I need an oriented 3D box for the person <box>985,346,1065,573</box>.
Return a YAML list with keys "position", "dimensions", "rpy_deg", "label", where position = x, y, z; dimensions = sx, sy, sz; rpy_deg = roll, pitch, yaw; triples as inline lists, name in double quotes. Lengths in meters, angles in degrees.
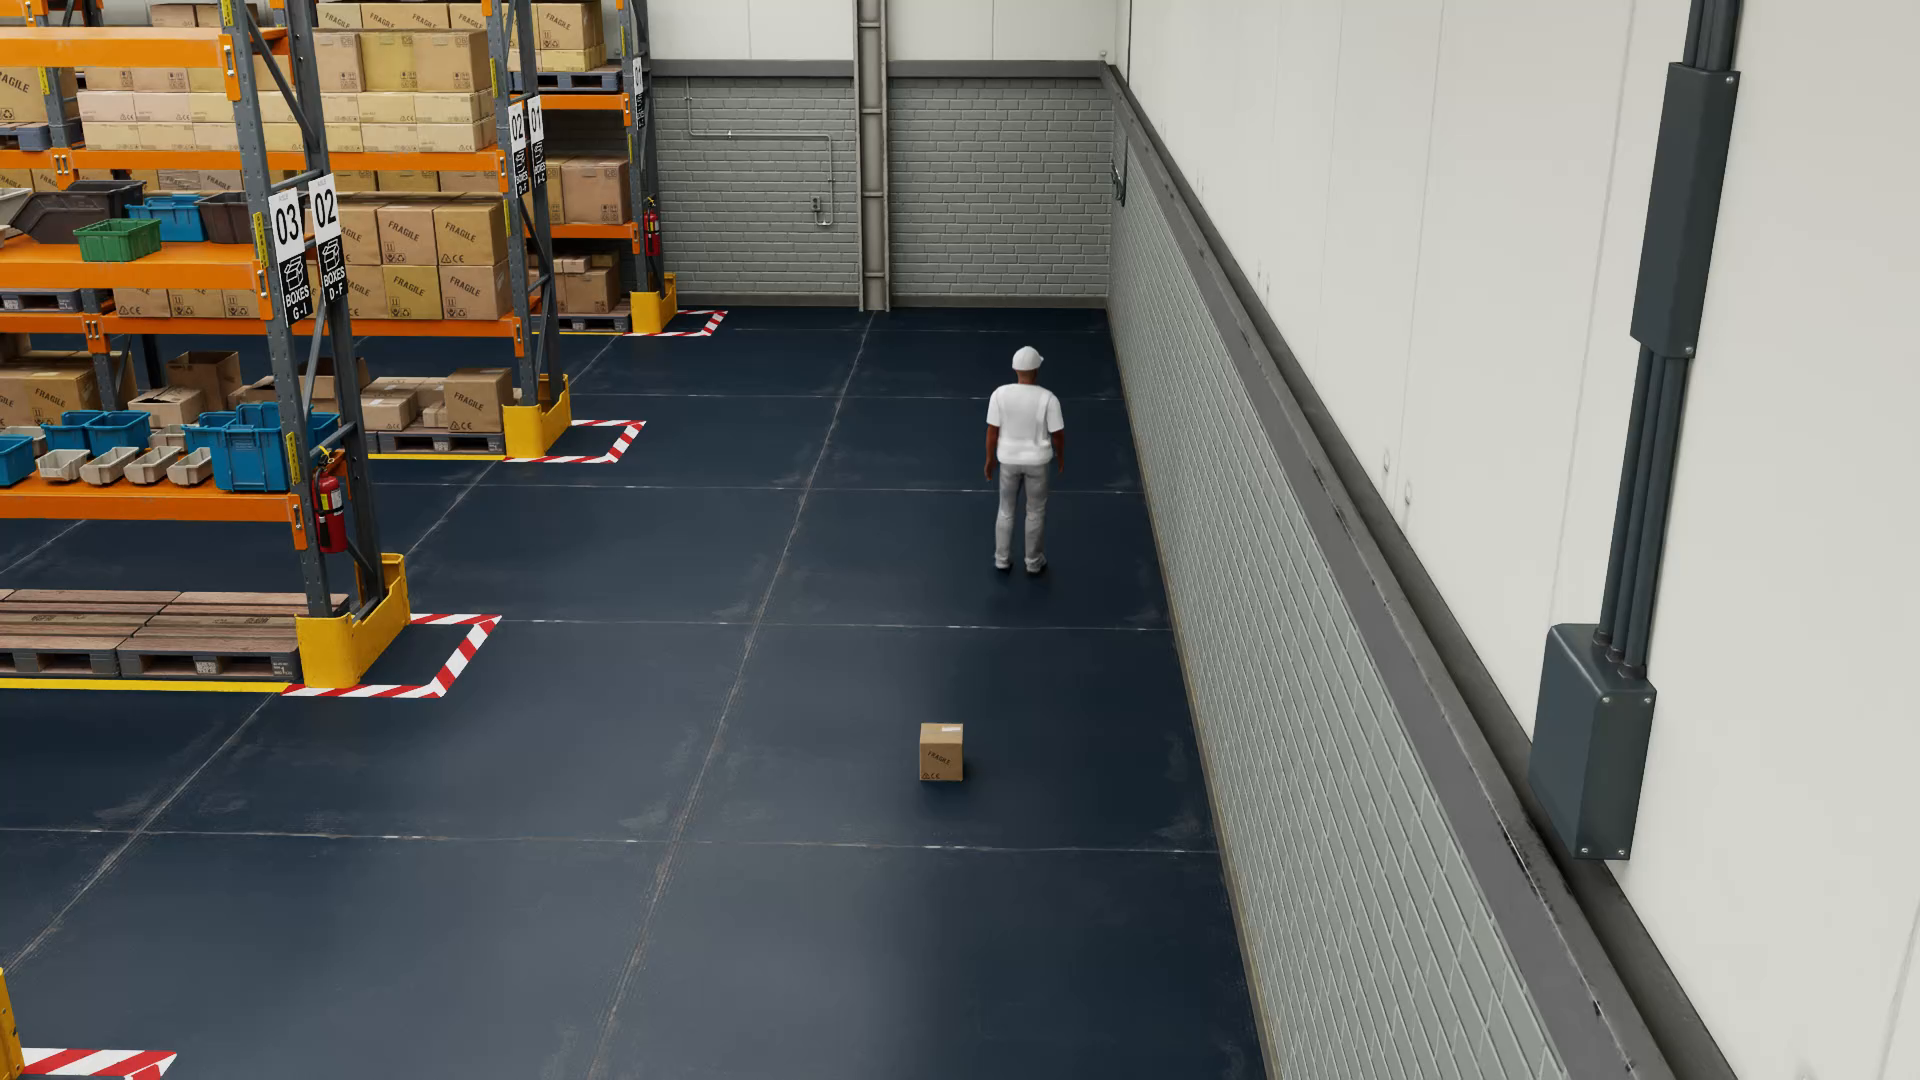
- position: [0.498, -0.606, 12.595]
  dimensions: [0.603, 1.786, 0.446]
  rpy_deg: [4, 21, 11]
  label: "person"
